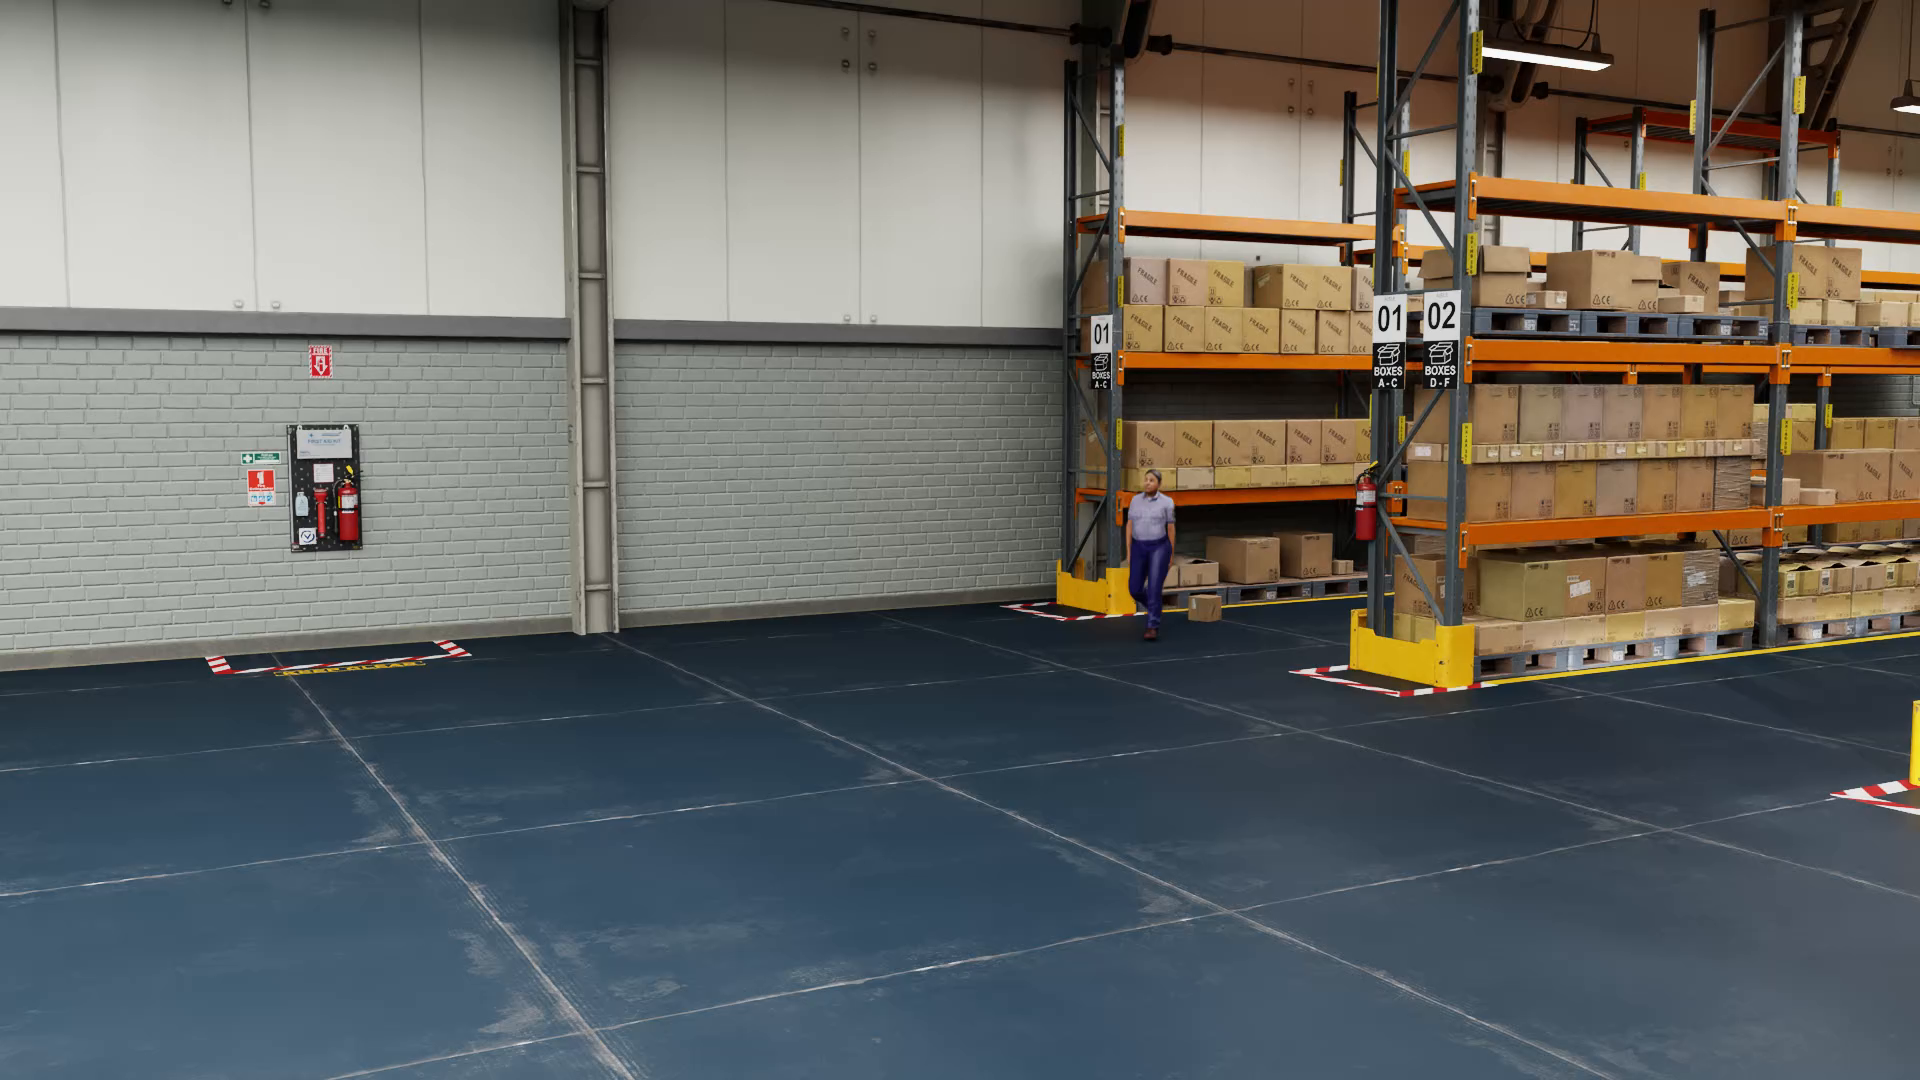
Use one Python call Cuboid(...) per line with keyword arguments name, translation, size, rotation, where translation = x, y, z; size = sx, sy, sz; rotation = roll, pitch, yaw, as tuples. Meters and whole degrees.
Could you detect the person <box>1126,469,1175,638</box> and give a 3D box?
Cuboid(name="person", translation=(1.867, 0.118, 16.187), size=(0.487, 1.608, 0.739), rotation=(2, 6, 25))
